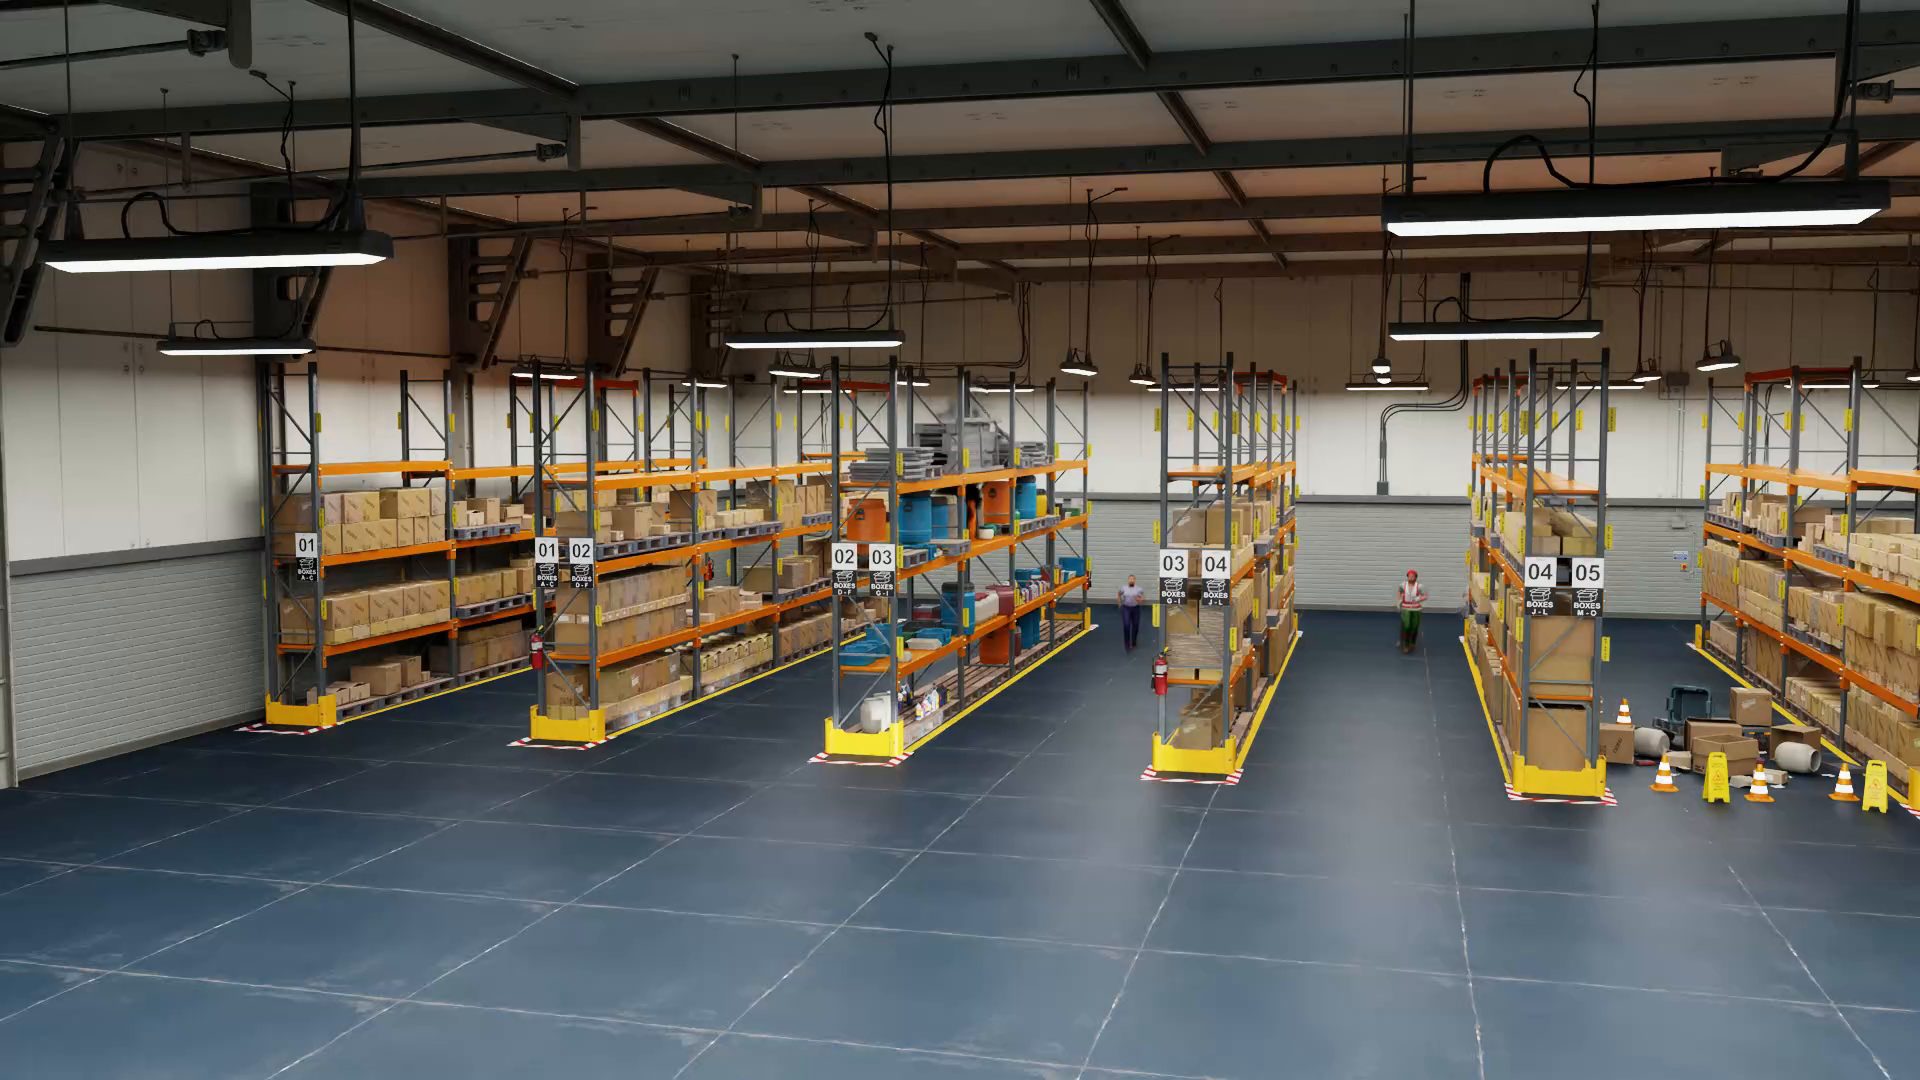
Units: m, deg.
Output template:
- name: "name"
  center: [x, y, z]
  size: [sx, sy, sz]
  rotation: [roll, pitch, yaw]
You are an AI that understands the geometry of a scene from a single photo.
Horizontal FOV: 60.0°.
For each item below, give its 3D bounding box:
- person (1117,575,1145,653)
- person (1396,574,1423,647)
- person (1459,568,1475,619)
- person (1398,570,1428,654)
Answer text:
- name: "person"
  center: [3.768, 1.638, 36.585]
  size: [0.595, 1.576, 0.903]
  rotation: [0, 4, 1]
- name: "person"
  center: [10.188, 1.562, 37.509]
  size: [0.595, 1.676, 0.821]
  rotation: [2, 4, 25]
- name: "person"
  center: [12.088, 1.410, 39.364]
  size: [0.502, 1.648, 0.810]
  rotation: [1, 4, 12]
- name: "person"
  center: [9.871, 1.563, 36.274]
  size: [0.633, 1.839, 0.777]
  rotation: [1, 4, 17]
